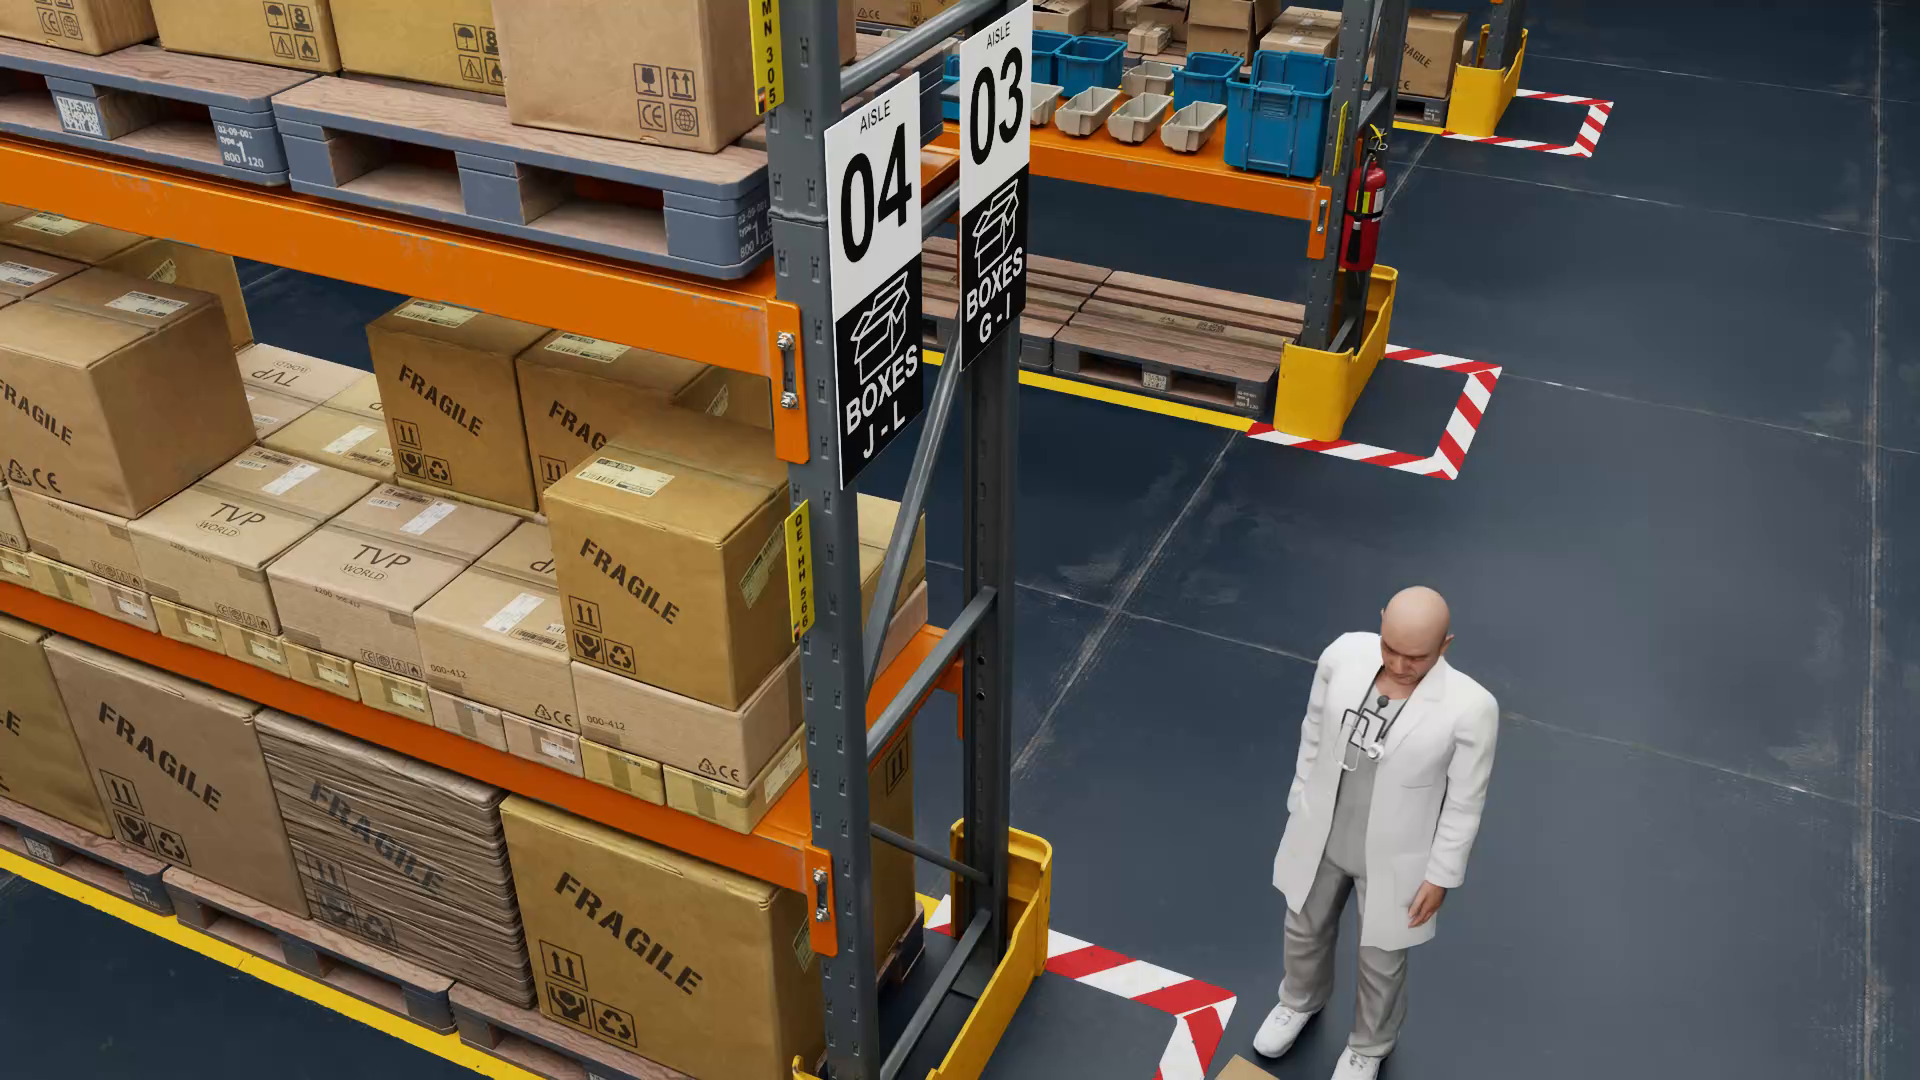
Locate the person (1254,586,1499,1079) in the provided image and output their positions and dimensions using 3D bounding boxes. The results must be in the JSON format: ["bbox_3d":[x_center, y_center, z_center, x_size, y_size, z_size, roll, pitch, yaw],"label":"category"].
[{"bbox_3d":[1.190,0.885,4.812,0.562,1.774,0.379,25,40,32],"label":"person"}]
